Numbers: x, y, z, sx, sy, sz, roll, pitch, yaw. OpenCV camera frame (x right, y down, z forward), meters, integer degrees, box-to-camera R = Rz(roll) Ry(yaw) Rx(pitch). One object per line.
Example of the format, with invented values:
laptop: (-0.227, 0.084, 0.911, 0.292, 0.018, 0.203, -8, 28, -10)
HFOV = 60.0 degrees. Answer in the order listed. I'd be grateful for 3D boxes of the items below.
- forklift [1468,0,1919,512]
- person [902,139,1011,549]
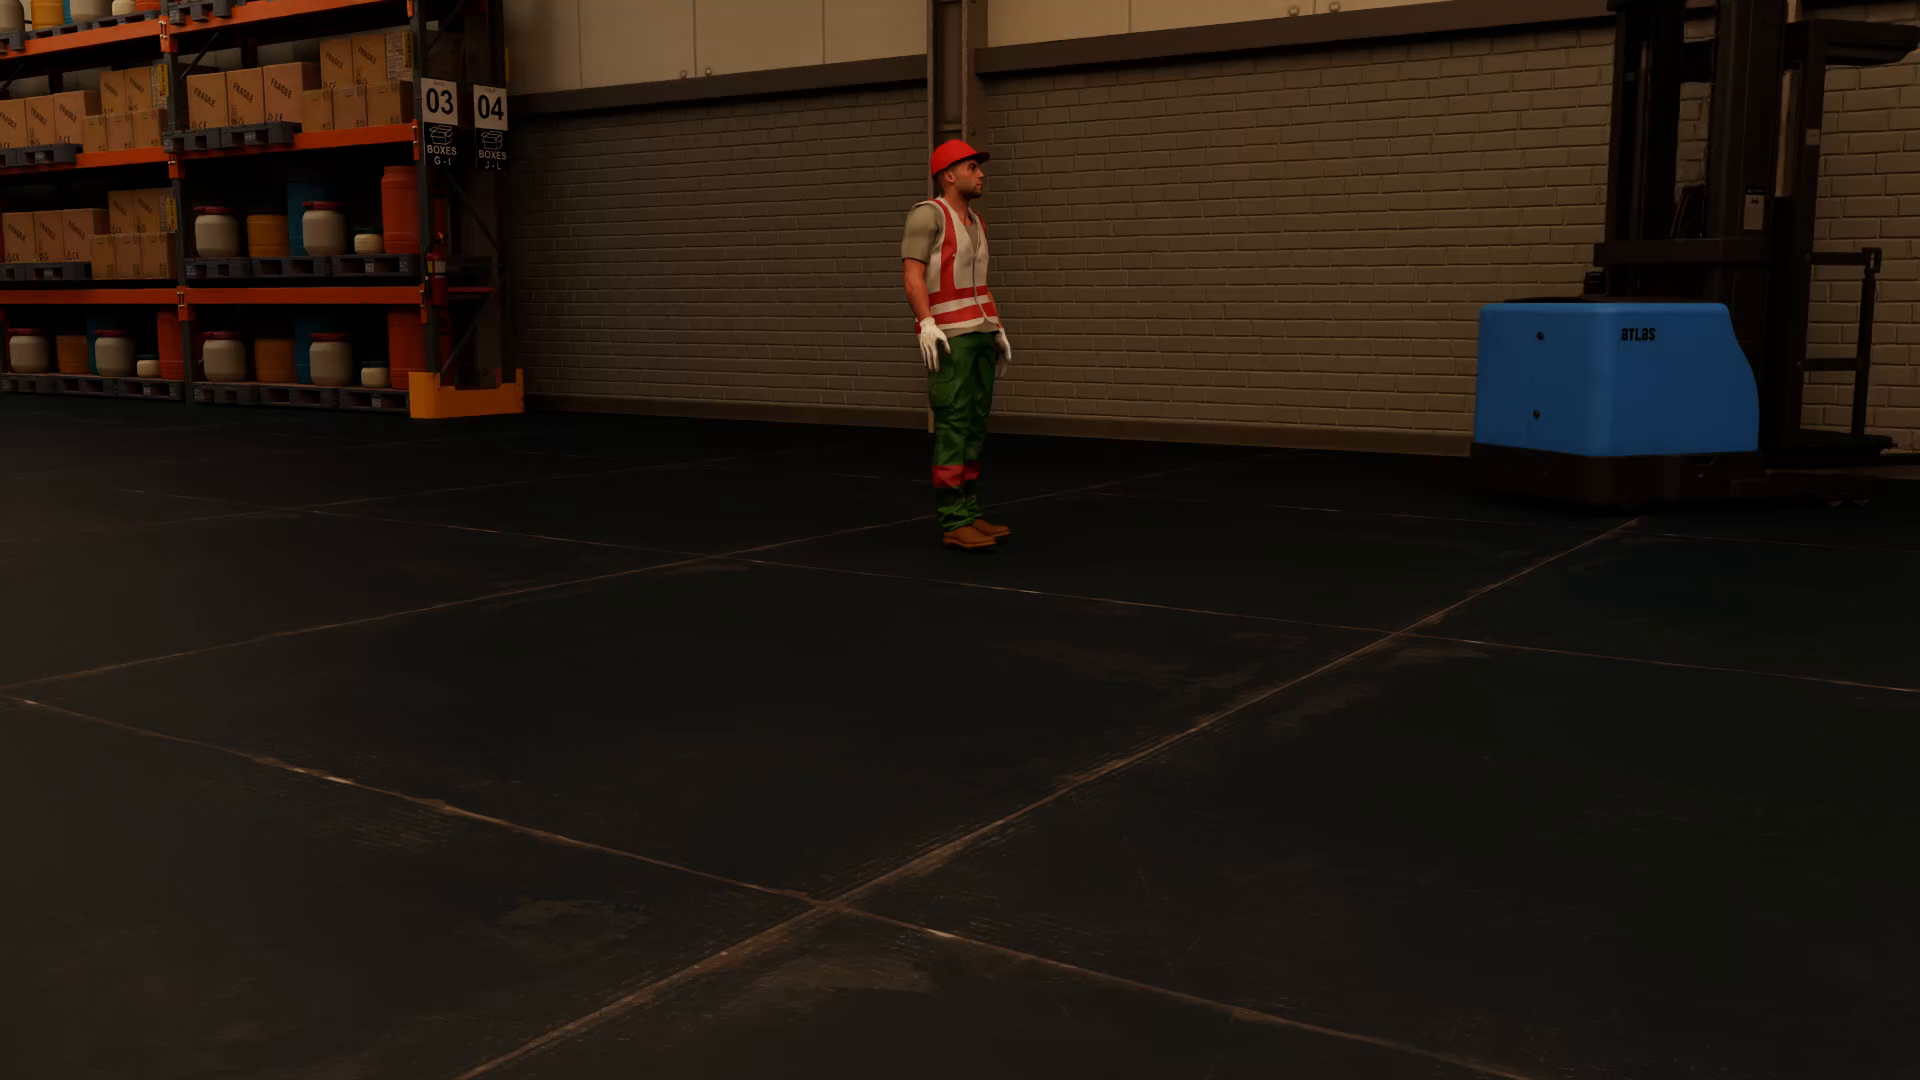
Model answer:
forklift: (4.393, -1.698, 9.133, 3.031, 2.935, 1.130, -3, 9, -21)
person: (0.059, -0.885, 7.422, 0.564, 1.787, 0.637, 5, 10, 34)
